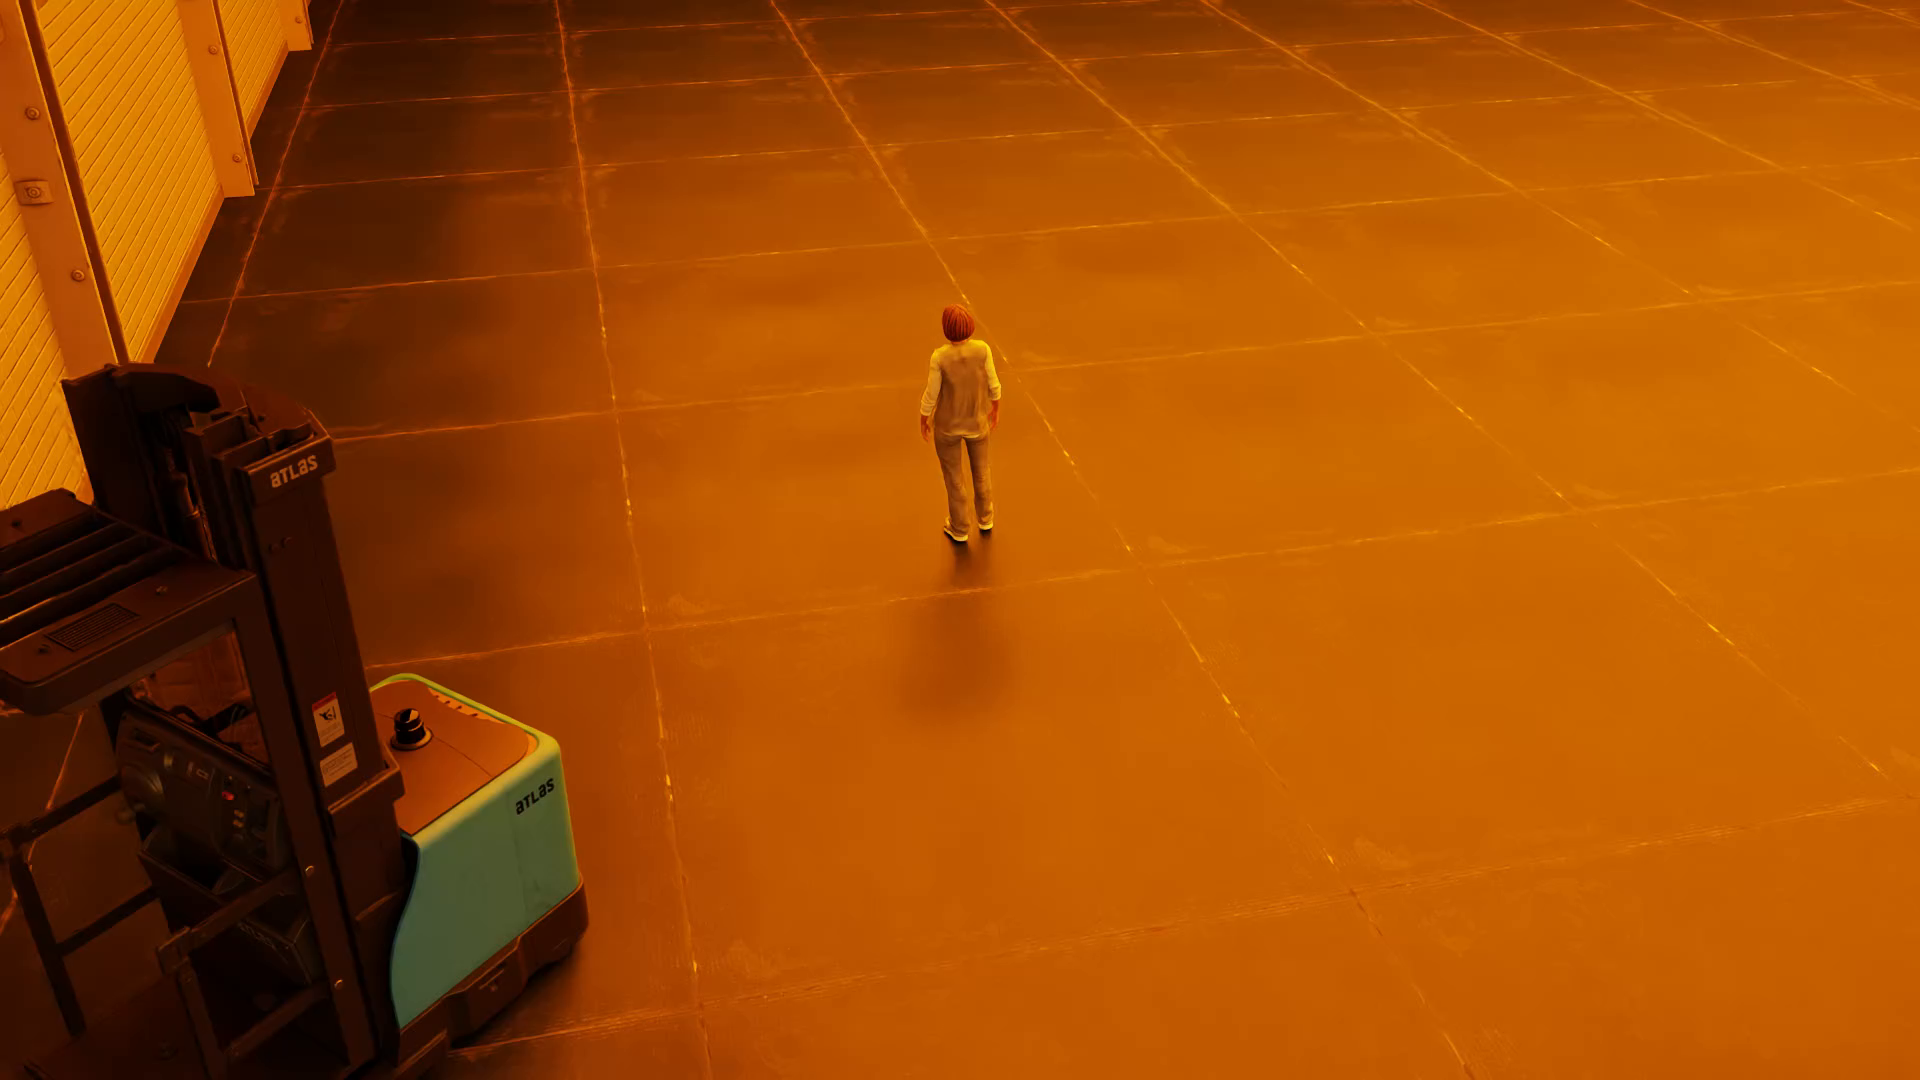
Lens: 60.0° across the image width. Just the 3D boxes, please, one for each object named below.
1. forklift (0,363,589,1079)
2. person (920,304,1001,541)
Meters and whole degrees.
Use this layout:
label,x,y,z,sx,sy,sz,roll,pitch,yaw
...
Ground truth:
label,x,y,z,sx,sy,sz,roll,pitch,yaw
forklift,-2.880,0.978,5.885,1.130,2.935,3.031,18,35,28
person,-0.003,-0.735,10.161,0.520,1.597,0.475,-7,31,-12
